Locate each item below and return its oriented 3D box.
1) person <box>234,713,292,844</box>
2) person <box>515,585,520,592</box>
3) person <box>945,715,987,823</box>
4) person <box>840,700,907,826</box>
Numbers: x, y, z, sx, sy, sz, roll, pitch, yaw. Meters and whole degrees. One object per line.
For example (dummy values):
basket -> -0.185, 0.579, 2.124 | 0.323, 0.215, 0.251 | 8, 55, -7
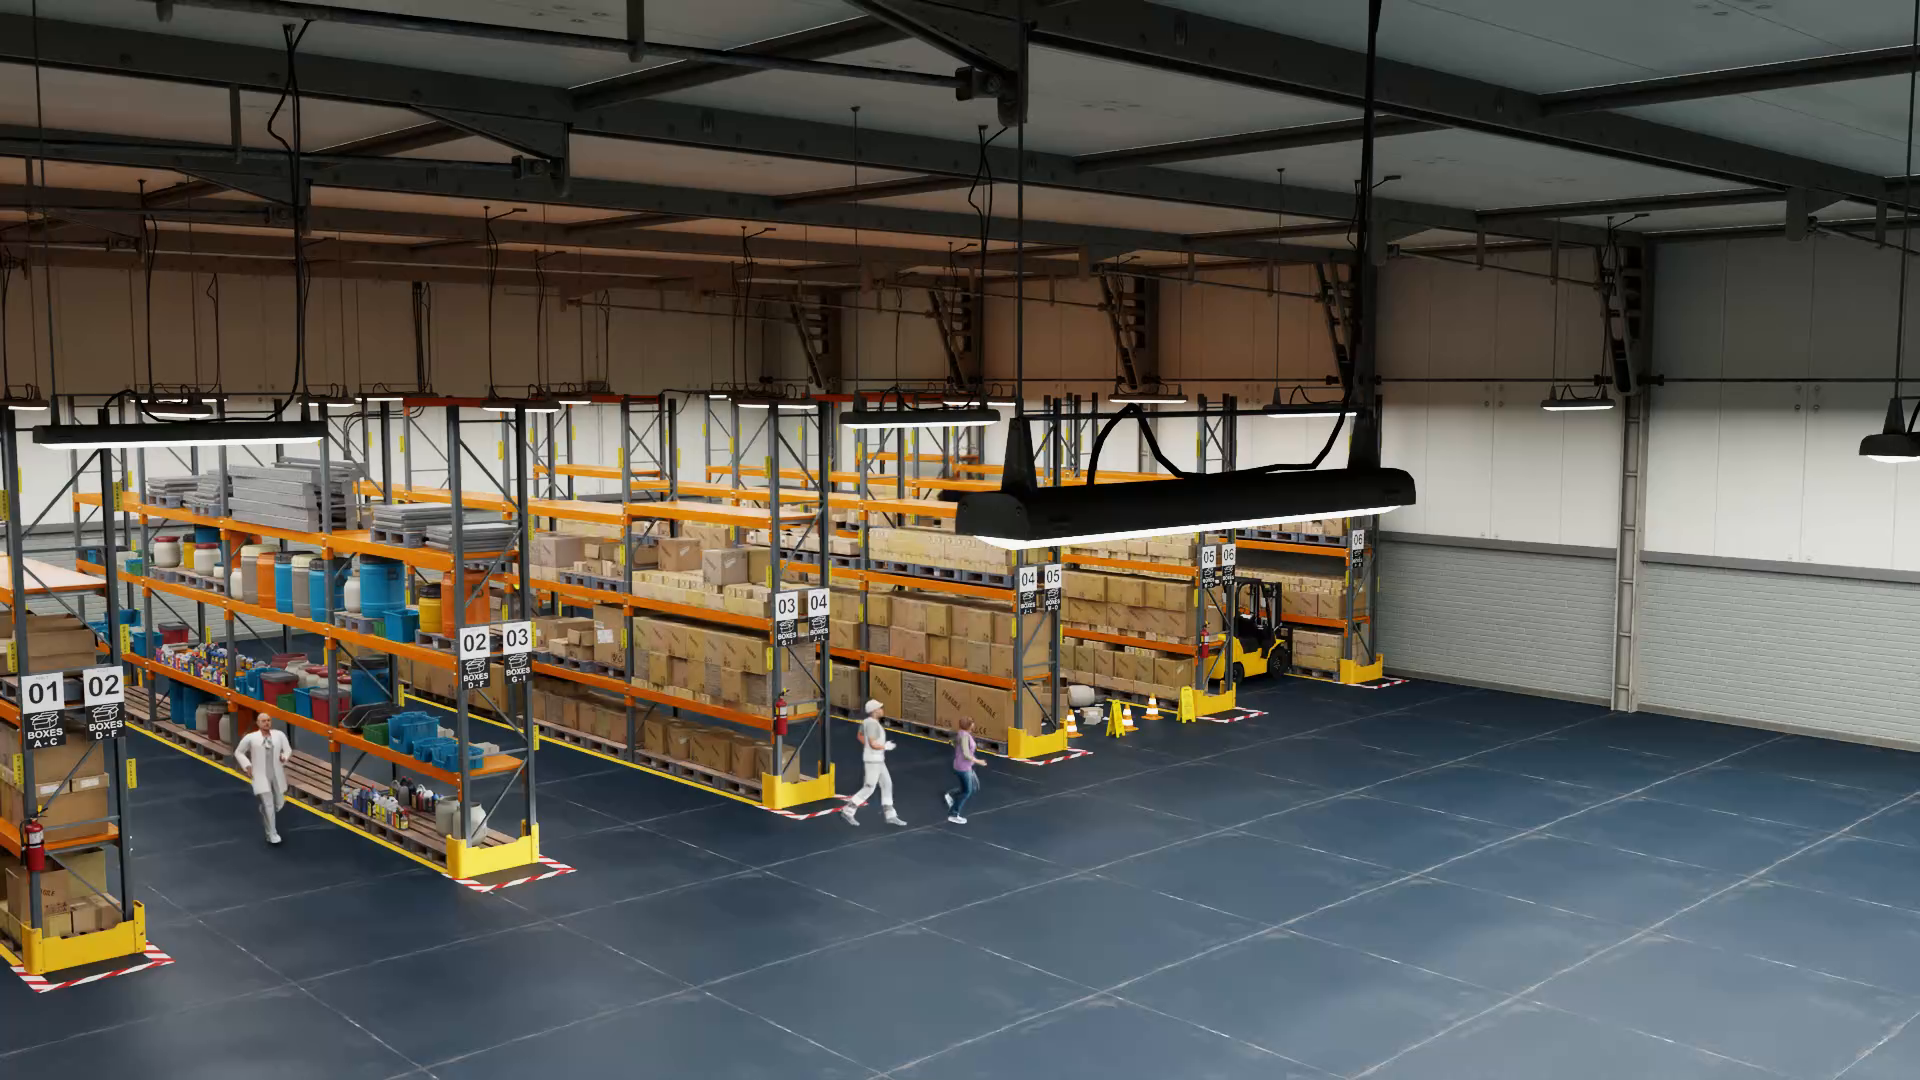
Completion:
person -> -9.553, 3.249, 22.888 | 0.720, 1.746, 0.912 | -5, 7, -41
person -> -9.966, 1.863, 37.474 | 0.738, 1.707, 0.530 | -4, 7, -32
person -> 0.083, 3.268, 23.796 | 0.601, 1.560, 0.568 | 0, 6, 0
person -> -1.223, 3.150, 23.532 | 0.936, 1.785, 0.689 | 0, 6, -2
